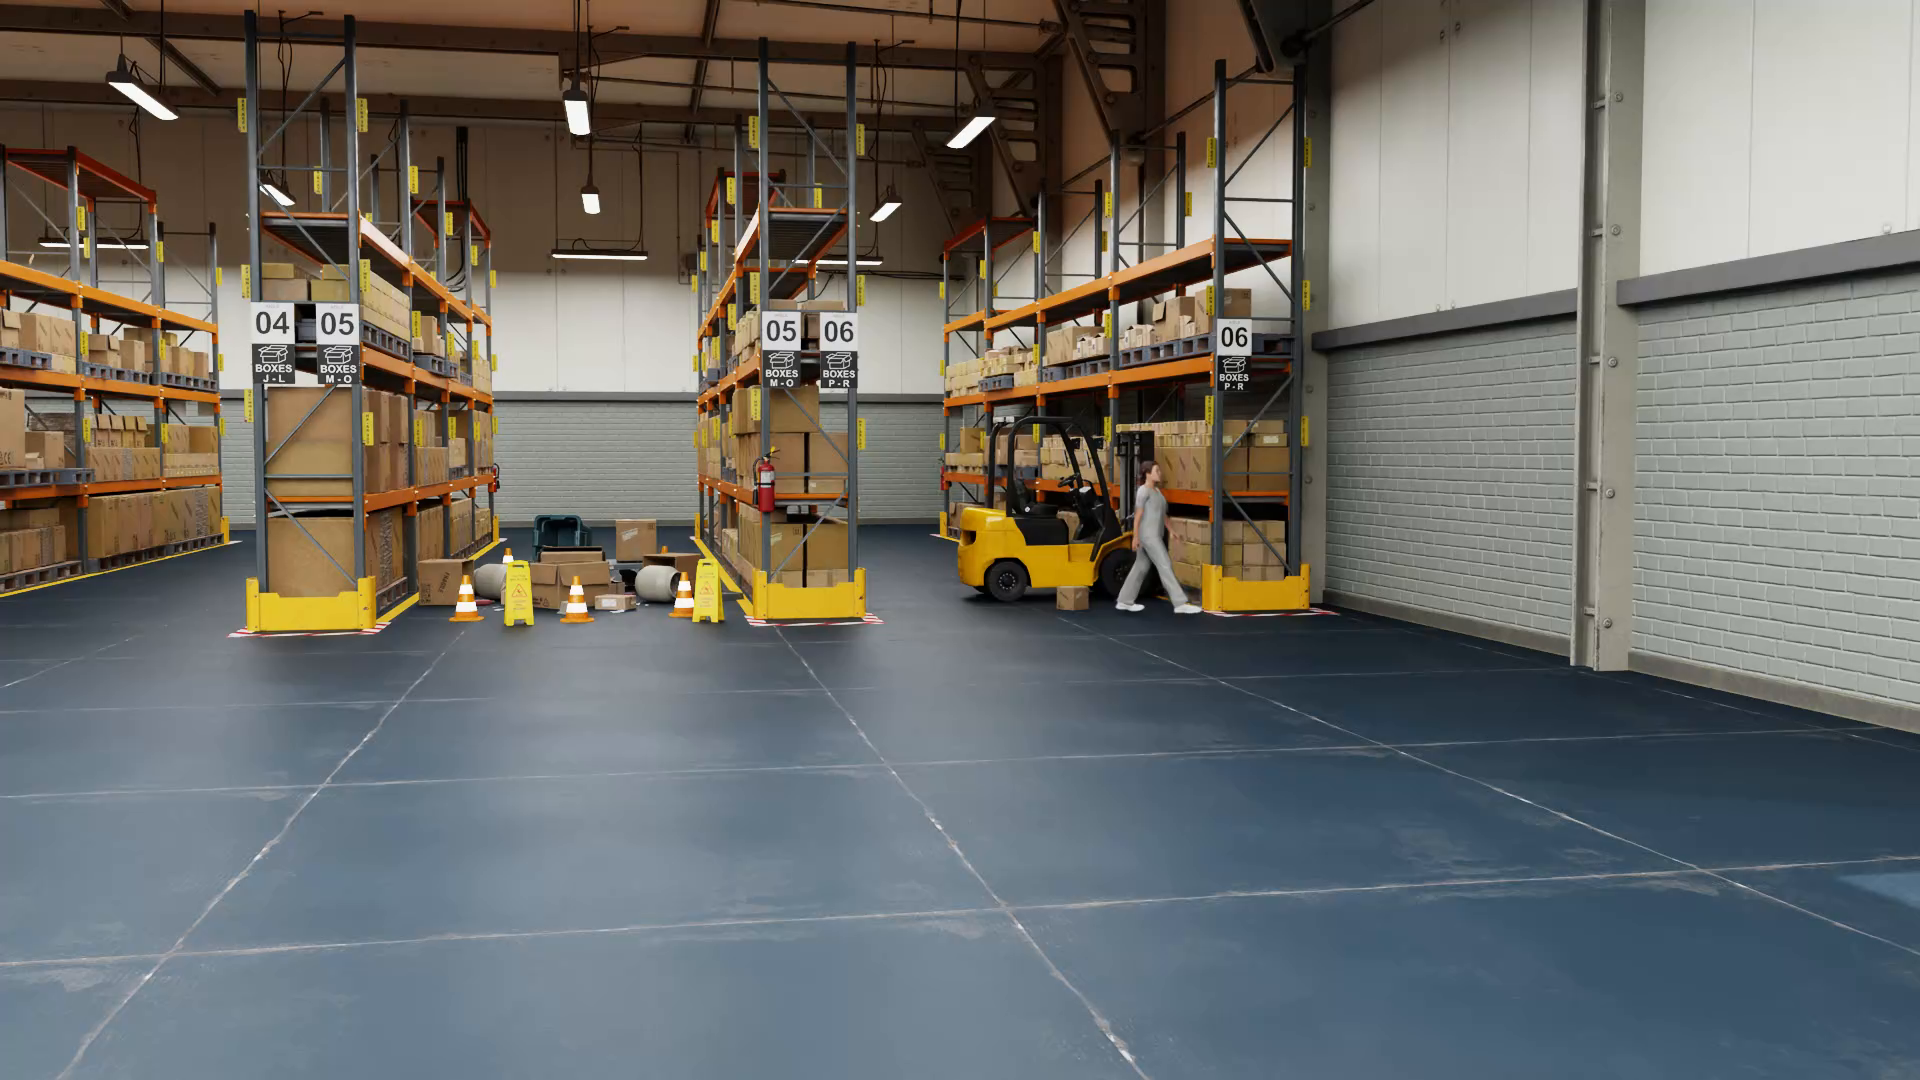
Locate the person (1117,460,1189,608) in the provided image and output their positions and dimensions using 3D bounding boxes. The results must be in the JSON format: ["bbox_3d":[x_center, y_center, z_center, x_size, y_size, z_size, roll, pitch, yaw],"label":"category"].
[{"bbox_3d":[2.058,-0.067,17.651,0.846,1.557,0.453,1,3,23],"label":"person"}]
